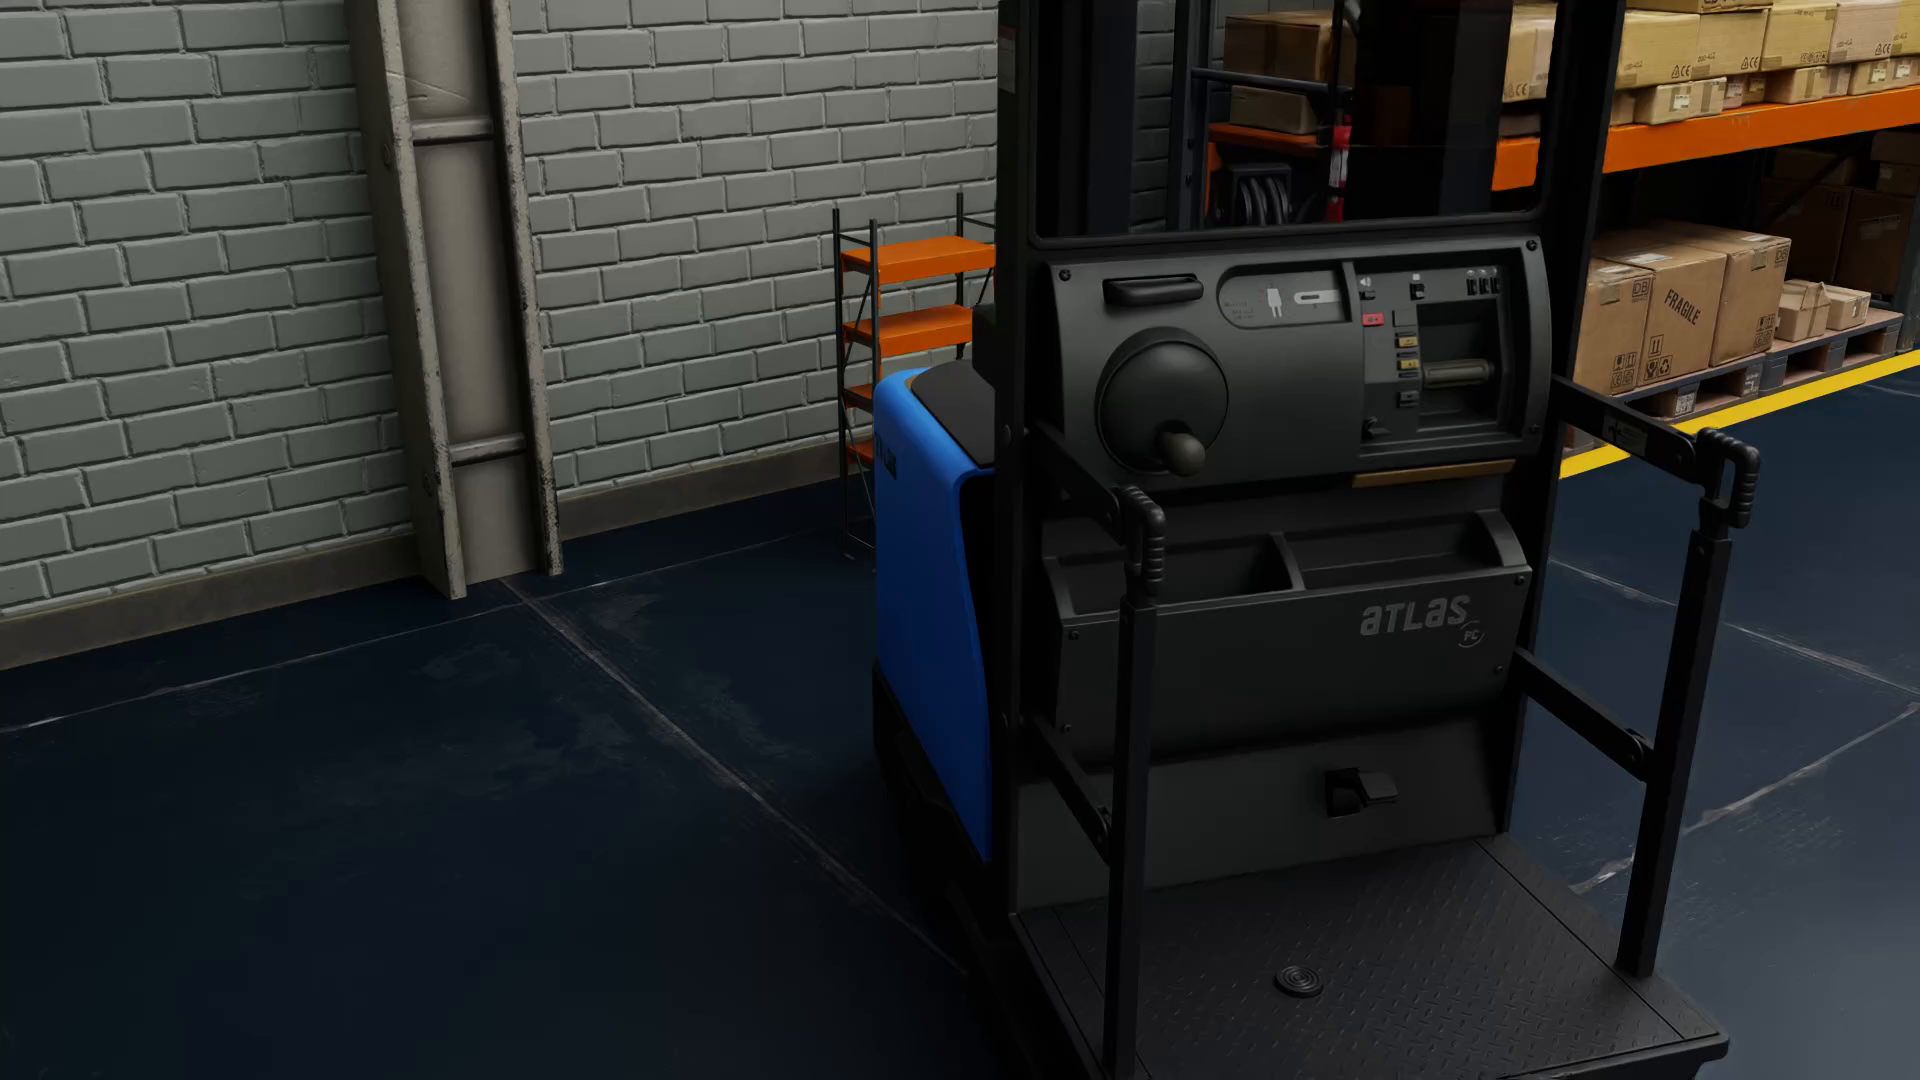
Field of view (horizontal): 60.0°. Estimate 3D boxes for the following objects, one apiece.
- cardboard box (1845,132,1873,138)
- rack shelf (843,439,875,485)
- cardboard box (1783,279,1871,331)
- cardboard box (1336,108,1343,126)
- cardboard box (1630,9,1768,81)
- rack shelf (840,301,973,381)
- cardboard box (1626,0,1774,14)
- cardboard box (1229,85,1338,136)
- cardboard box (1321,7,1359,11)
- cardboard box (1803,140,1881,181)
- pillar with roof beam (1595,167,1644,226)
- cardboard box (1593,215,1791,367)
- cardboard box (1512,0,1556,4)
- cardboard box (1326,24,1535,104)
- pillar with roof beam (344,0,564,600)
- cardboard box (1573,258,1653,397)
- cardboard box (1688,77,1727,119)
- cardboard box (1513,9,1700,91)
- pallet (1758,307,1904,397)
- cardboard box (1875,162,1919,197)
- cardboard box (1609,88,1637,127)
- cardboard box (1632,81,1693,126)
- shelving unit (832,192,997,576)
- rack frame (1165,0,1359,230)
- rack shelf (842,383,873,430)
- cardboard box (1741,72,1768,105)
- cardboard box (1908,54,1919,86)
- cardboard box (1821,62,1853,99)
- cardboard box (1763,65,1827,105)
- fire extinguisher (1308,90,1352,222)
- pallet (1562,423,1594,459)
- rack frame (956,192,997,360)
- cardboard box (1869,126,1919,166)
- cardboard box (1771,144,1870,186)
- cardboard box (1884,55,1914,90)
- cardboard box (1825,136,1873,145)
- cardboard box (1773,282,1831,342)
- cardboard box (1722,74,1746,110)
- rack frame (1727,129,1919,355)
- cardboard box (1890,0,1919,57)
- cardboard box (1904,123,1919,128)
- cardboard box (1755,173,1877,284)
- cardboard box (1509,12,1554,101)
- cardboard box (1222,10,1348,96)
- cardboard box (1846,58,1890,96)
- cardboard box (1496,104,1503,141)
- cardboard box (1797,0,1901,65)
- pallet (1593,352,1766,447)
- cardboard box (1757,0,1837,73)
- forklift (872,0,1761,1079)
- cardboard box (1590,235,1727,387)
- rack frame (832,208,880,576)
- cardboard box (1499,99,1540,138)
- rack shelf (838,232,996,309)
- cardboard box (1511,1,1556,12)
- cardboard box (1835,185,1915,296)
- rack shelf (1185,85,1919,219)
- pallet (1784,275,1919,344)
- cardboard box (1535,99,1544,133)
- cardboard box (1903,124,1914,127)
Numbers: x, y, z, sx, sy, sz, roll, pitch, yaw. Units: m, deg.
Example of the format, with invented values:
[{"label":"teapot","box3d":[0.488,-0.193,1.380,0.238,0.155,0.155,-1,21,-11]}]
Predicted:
[{"label":"cardboard box","box3d":[5.101,-2.144,9.152,0.250,0.149,0.380,-16,27,-35]},{"label":"rack shelf","box3d":[-0.134,-0.275,5.683,0.480,0.148,0.258,-15,26,-33]},{"label":"cardboard box","box3d":[4.095,-1.127,7.953,0.250,0.149,0.380,-16,27,-34]},{"label":"cardboard box","box3d":[1.556,-1.471,5.875,0.250,0.149,0.380,-15,26,-33]},{"label":"cardboard box","box3d":[2.876,-2.022,6.717,0.500,0.250,0.500,-16,27,-34]},{"label":"rack shelf","box3d":[-0.134,-0.667,5.526,0.480,0.148,0.258,-15,26,-33]},{"label":"cardboard box","box3d":[2.872,-2.358,6.547,0.500,0.500,0.500,-14,26,-32]},{"label":"cardboard box","box3d":[1.241,-1.635,6.285,0.250,0.149,0.380,-15,26,-33]},{"label":"cardboard box","box3d":[1.766,-1.958,6.558,0.500,0.250,0.500,-15,26,-33]},{"label":"cardboard box","box3d":[4.716,-2.025,8.855,0.250,0.149,0.380,-15,26,-33]},{"label":"pillar with roof beam","box3d":[5.798,-4.077,3.971,0.400,9.000,9.100,-15,26,-33]},{"label":"cardboard box","box3d":[3.240,-1.135,7.500,0.500,0.500,0.700,-16,27,-35]},{"label":"cardboard box","box3d":[2.596,-2.177,7.106,0.500,0.250,0.500,-15,26,-33]},{"label":"cardboard box","box3d":[1.654,-1.685,5.872,0.500,0.250,0.500,-15,26,-33]},{"label":"pillar with roof beam","box3d":[0.928,-2.778,0.716,0.400,9.000,9.100,-15,26,-33]},{"label":"cardboard box","box3d":[2.397,-0.910,6.937,0.500,0.500,0.700,-14,26,-31]},{"label":"cardboard box","box3d":[2.832,-1.798,6.694,0.250,0.149,0.380,-14,26,-32]},{"label":"cardboard box","box3d":[2.473,-1.905,6.423,0.500,0.250,0.500,-16,26,-34]},{"label":"pallet","box3d":[3.818,-1.021,8.171,1.213,0.211,1.003,-15,26,-33]},{"label":"cardboard box","box3d":[4.822,-1.798,8.285,0.250,0.149,0.380,-14,25,-30]},{"label":"cardboard box","box3d":[2.381,-1.703,6.455,0.250,0.149,0.380,-14,26,-32]},{"label":"cardboard box","box3d":[2.630,-1.735,6.536,0.250,0.149,0.380,-16,27,-34]},{"label":"shelving unit","box3d":[-0.134,-0.521,5.584,0.503,1.200,0.258,-15,26,-33]},{"label":"rack frame","box3d":[1.129,-1.599,5.856,0.127,3.000,1.000,-15,26,-33]},{"label":"rack shelf","box3d":[-0.134,-0.459,5.609,0.480,0.148,0.258,-15,26,-33]},{"label":"cardboard box","box3d":[3.174,-1.942,7.055,0.250,0.149,0.380,-14,26,-32]},{"label":"cardboard box","box3d":[4.264,-2.203,7.709,0.250,0.149,0.380,-15,26,-32]},{"label":"cardboard box","box3d":[3.640,-2.028,7.271,0.250,0.149,0.380,-14,26,-31]},{"label":"cardboard box","box3d":[3.449,-1.964,7.111,0.250,0.149,0.380,-15,26,-34]},{"label":"fire extinguisher","box3d":[1.279,-1.219,5.512,0.183,0.674,0.296,-15,26,-33]},{"label":"pallet","box3d":[1.837,-0.493,6.848,1.213,0.211,1.003,-15,26,-33]},{"label":"rack frame","box3d":[0.064,-0.574,5.717,0.015,1.200,0.240,-15,26,-33]},{"label":"cardboard box","box3d":[4.787,-1.954,8.276,0.250,0.149,0.380,-15,26,-34]},{"label":"cardboard box","box3d":[4.506,-1.967,8.708,0.250,0.149,0.380,-16,27,-35]},{"label":"cardboard box","box3d":[4.066,-2.140,7.552,0.250,0.149,0.380,-14,26,-31]},{"label":"cardboard box","box3d":[4.909,-2.080,8.993,0.250,0.149,0.380,-15,26,-32]},{"label":"cardboard box","box3d":[3.805,-1.104,7.738,0.258,0.266,0.396,-14,26,-31]},{"label":"cardboard box","box3d":[3.001,-1.875,6.886,0.250,0.149,0.380,-15,26,-33]},{"label":"rack frame","box3d":[4.376,-2.465,8.026,0.127,3.000,1.000,-15,26,-33]},{"label":"cardboard box","box3d":[4.105,-2.350,7.539,0.500,0.250,0.500,-14,26,-32]},{"label":"cardboard box","box3d":[5.005,-2.007,8.407,0.250,0.149,0.380,-16,27,-35]},{"label":"cardboard box","box3d":[4.601,-1.694,8.901,0.500,0.500,0.500,-15,26,-33]},{"label":"cardboard box","box3d":[2.063,-1.794,6.146,0.500,0.250,0.500,-15,26,-32]},{"label":"cardboard box","box3d":[1.347,-1.847,6.279,0.500,0.250,0.500,-14,26,-31]},{"label":"cardboard box","box3d":[3.869,-2.077,7.393,0.250,0.149,0.380,-14,26,-31]},{"label":"cardboard box","box3d":[1.735,-1.540,6.047,0.250,0.149,0.380,-14,26,-32]},{"label":"cardboard box","box3d":[3.707,-2.237,7.256,0.500,0.250,0.500,-15,26,-33]},{"label":"pallet","box3d":[2.826,-0.756,7.506,1.213,0.211,1.003,-15,26,-33]},{"label":"cardboard box","box3d":[3.294,-2.133,6.995,0.500,0.250,0.500,-15,26,-33]},{"label":"forklift","box3d":[0.664,-0.300,2.694,1.130,2.935,3.031,-6,23,-15]},{"label":"cardboard box","box3d":[2.885,-0.995,7.148,0.500,0.500,0.500,-14,26,-32]},{"label":"rack frame","box3d":[-0.332,-0.469,5.452,0.015,1.200,0.240,-15,26,-33]},{"label":"cardboard box","box3d":[1.928,-1.607,6.216,0.250,0.149,0.380,-15,26,-34]},{"label":"rack shelf","box3d":[-0.134,-0.886,5.439,0.480,0.148,0.258,-15,26,-33]},{"label":"cardboard box","box3d":[2.171,-2.064,6.823,0.500,0.250,0.500,-14,26,-31]},{"label":"cardboard box","box3d":[4.900,-1.536,8.504,0.500,0.500,0.500,-14,25,-31]},{"label":"rack shelf","box3d":[2.752,-1.698,7.075,4.000,0.370,1.077,-15,26,-33]},{"label":"pallet","box3d":[5.014,-1.357,9.013,1.213,0.211,1.003,-15,26,-33]},{"label":"cardboard box","box3d":[2.169,-1.644,6.307,0.250,0.149,0.380,-14,26,-31]},{"label":"cardboard box","box3d":[5.532,-2.260,9.443,0.250,0.149,0.380,-14,26,-32]}]
